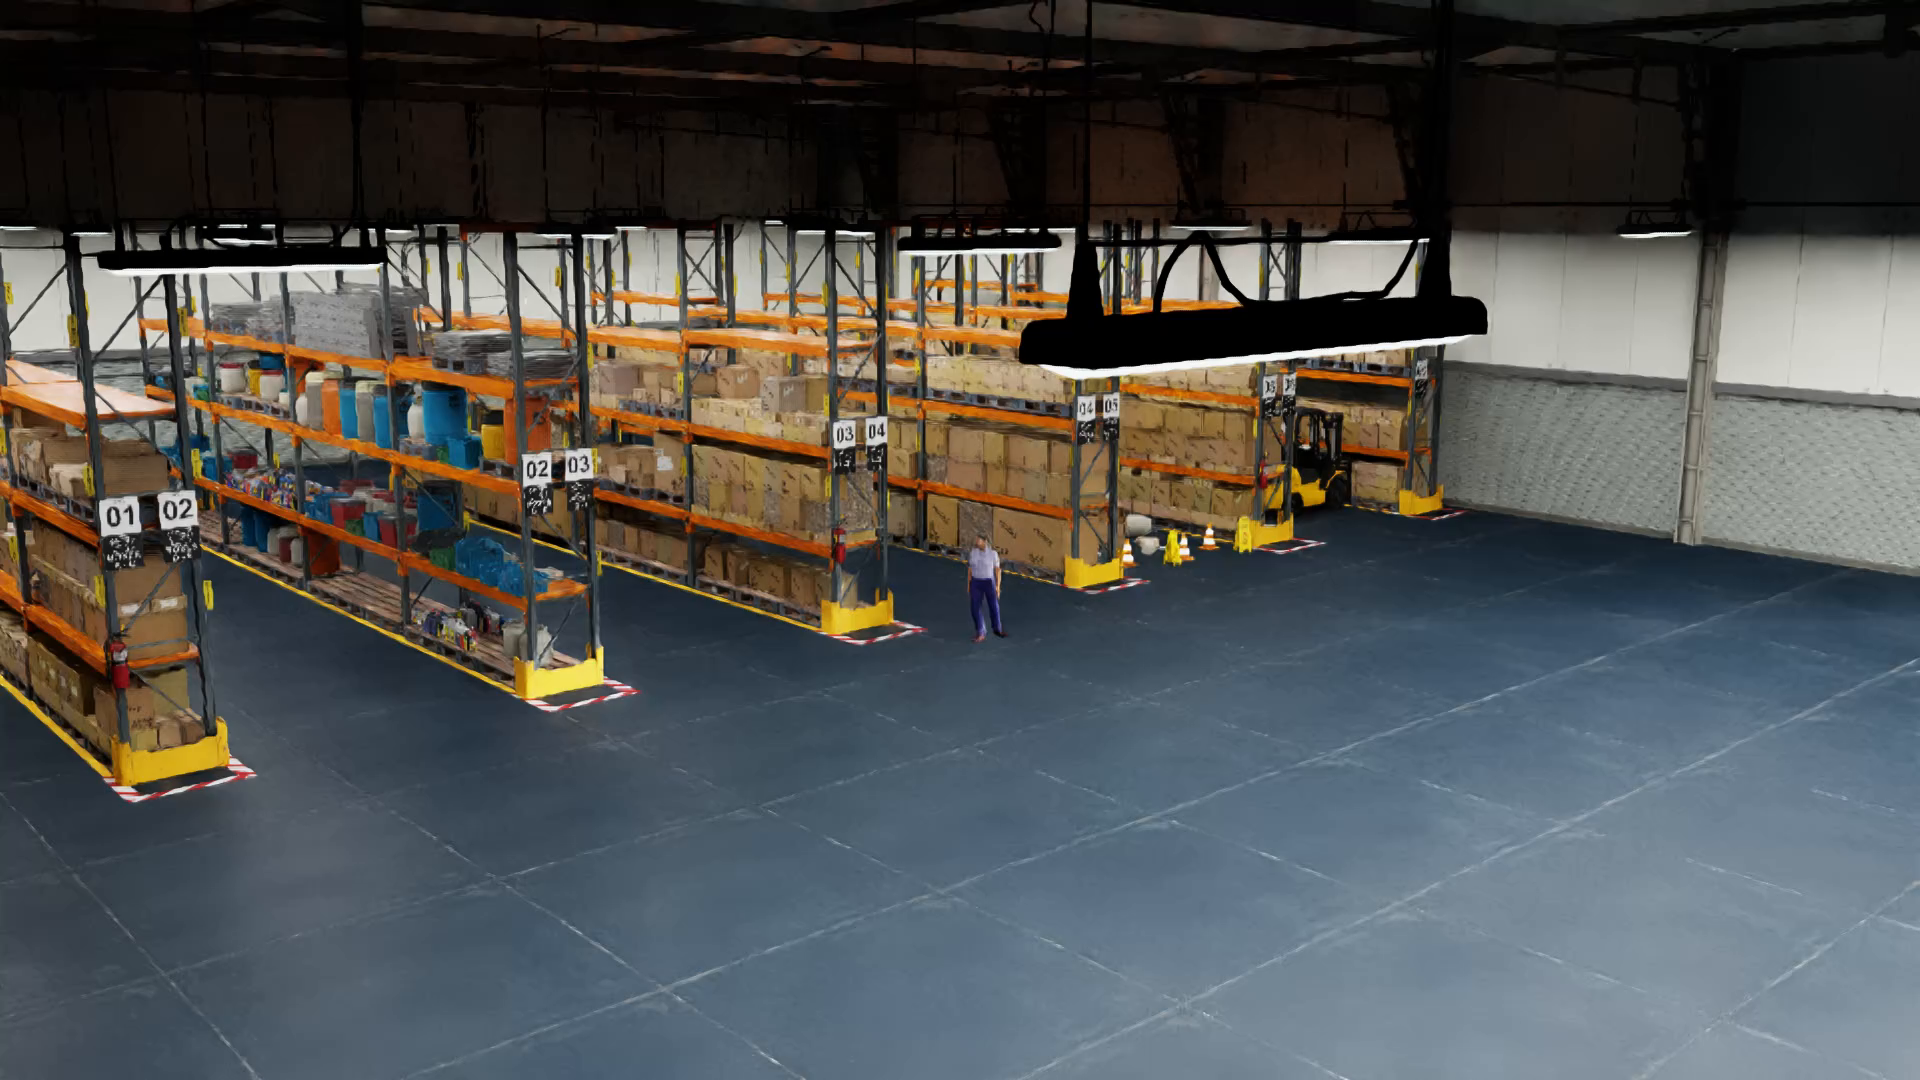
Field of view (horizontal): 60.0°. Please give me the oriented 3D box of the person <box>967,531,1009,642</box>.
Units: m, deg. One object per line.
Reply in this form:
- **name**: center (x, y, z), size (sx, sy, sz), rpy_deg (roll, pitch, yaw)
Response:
- **person**: center (0.401, 0.759, 24.513), size (0.594, 1.441, 0.530), rpy_deg (5, 12, 21)

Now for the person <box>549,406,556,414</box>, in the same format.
- **person**: center (-9.713, -2.410, 39.385), size (0.683, 1.593, 0.518), rpy_deg (-10, 15, -42)

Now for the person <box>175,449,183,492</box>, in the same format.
- **person**: center (-16.379, -1.423, 34.893), size (0.469, 1.588, 0.586), rpy_deg (1, 11, 5)
